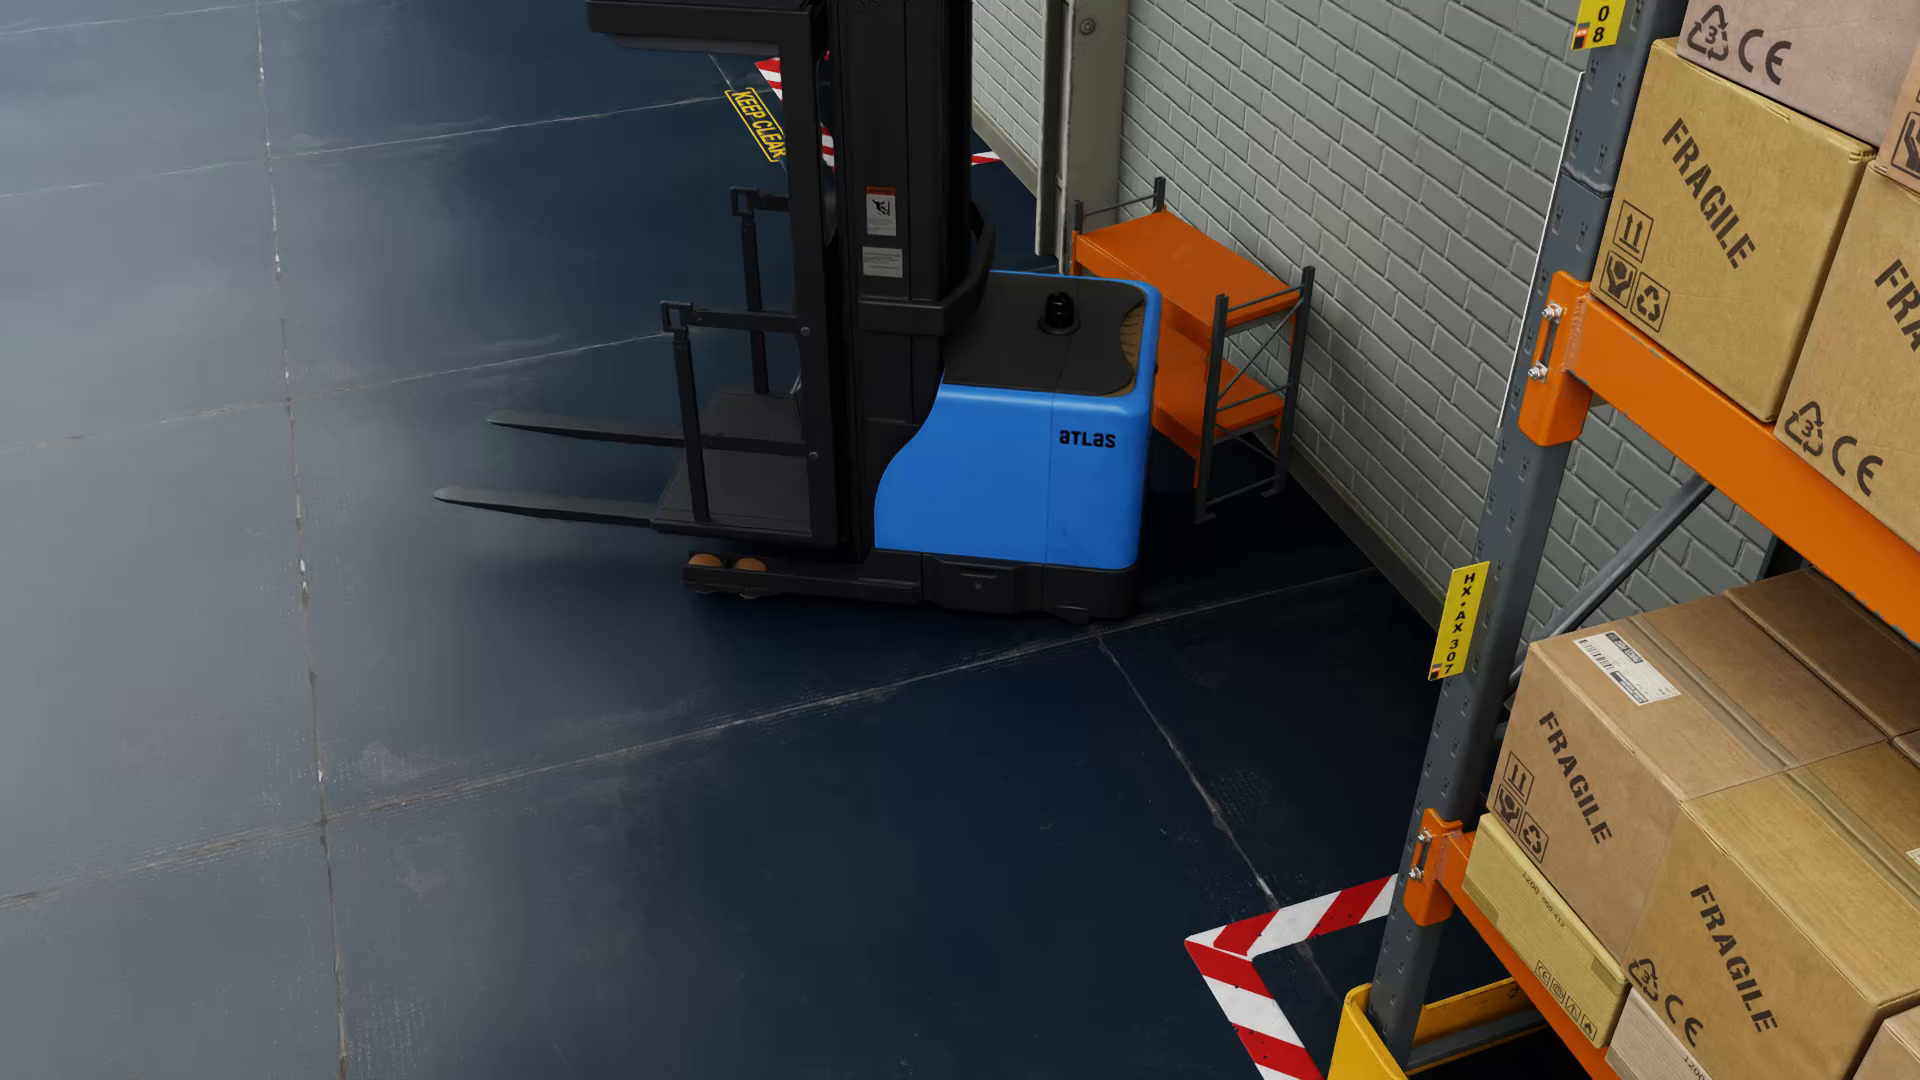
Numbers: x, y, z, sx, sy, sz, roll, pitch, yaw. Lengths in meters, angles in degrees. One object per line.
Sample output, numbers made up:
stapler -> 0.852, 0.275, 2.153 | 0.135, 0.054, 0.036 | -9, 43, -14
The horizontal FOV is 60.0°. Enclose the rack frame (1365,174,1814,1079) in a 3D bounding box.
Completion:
rack frame -> 1.647, 0.420, 4.199 | 1.000, 3.000, 0.127 | -12, 39, -16

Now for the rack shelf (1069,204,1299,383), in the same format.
rack shelf -> 0.983, -1.098, 7.287 | 0.538, 0.278, 1.000 | -20, 41, -25

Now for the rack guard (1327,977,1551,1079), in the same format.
rack guard -> 1.674, 1.462, 4.894 | 1.175, 0.500, 0.348 | -12, 39, -16

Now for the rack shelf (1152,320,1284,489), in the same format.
rack shelf -> 0.983, -0.669, 7.610 | 0.538, 0.278, 1.000 | -20, 41, -25

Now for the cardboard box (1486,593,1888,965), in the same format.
cardboard box -> 1.530, 0.505, 3.572 | 0.500, 0.500, 0.500 | -12, 39, -16

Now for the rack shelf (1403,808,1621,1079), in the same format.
rack shelf -> 2.336, 1.837, 2.915 | 1.077, 0.370, 4.000 | -12, 39, -16

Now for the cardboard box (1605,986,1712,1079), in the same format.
cardboard box -> 1.709, 1.104, 3.399 | 0.500, 0.250, 0.500 | -14, 39, -17

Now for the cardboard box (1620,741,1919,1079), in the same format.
cardboard box -> 1.690, 0.786, 3.198 | 0.500, 0.500, 0.500 | -12, 39, -16

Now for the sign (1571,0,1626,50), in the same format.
sign -> 1.138, -1.015, 2.884 | 0.100, 0.325, 0.005 | -12, 39, -16

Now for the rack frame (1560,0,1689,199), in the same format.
rack frame -> 1.647, -1.976, 2.394 | 1.000, 3.000, 0.127 | -12, 39, -16

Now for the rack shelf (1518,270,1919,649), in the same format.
rack shelf -> 2.336, 0.639, 2.013 | 1.077, 0.370, 4.000 | -12, 39, -16

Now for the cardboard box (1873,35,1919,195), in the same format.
cardboard box -> 1.677, -0.663, 2.214 | 0.500, 0.500, 0.500 | -13, 39, -16

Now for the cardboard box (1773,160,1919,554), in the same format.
cardboard box -> 1.679, -0.274, 2.528 | 0.500, 0.500, 0.500 | -10, 38, -13

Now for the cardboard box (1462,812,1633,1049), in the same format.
cardboard box -> 1.517, 0.814, 3.785 | 0.500, 0.250, 0.500 | -14, 39, -17

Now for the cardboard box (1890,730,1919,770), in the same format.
cardboard box -> 2.173, 0.681, 3.337 | 0.500, 0.500, 0.500 | -12, 39, -15

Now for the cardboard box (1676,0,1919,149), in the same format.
cardboard box -> 1.552, -0.957, 2.604 | 0.500, 0.500, 0.500 | -15, 40, -19

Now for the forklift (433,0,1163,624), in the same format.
forklift -> -0.712, -1.237, 6.457 | 3.031, 2.935, 1.130 | 5, 37, 7

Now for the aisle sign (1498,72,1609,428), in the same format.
aisle sign -> 1.341, -0.597, 3.388 | 0.394, 0.787, 0.004 | -12, 39, -16

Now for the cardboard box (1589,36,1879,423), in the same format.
cardboard box -> 1.528, -0.585, 2.941 | 0.500, 0.500, 0.500 | -11, 38, -15

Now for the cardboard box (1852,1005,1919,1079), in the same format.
cardboard box -> 1.862, 1.079, 2.809 | 0.500, 0.500, 0.500 | -14, 39, -17

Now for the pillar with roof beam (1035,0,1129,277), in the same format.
pillar with roof beam -> -3.406, -4.258, 5.423 | 9.100, 9.000, 0.400 | -12, 39, -16

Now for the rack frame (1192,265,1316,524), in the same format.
rack frame -> 1.250, -0.604, 7.117 | 0.500, 1.125, 0.032 | -20, 41, -25

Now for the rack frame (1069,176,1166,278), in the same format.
rack frame -> 0.717, -1.125, 7.809 | 0.500, 1.125, 0.032 | -20, 41, -25

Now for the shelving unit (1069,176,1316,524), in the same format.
shelving unit -> 0.983, -0.864, 7.463 | 0.538, 1.125, 1.048 | -20, 41, -25

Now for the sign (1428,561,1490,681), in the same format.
sign -> 1.138, 0.187, 3.789 | 0.100, 0.325, 0.005 | -12, 39, -16

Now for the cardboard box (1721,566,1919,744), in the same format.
cardboard box -> 2.009, 0.395, 3.717 | 0.500, 0.500, 0.500 | -13, 39, -16
